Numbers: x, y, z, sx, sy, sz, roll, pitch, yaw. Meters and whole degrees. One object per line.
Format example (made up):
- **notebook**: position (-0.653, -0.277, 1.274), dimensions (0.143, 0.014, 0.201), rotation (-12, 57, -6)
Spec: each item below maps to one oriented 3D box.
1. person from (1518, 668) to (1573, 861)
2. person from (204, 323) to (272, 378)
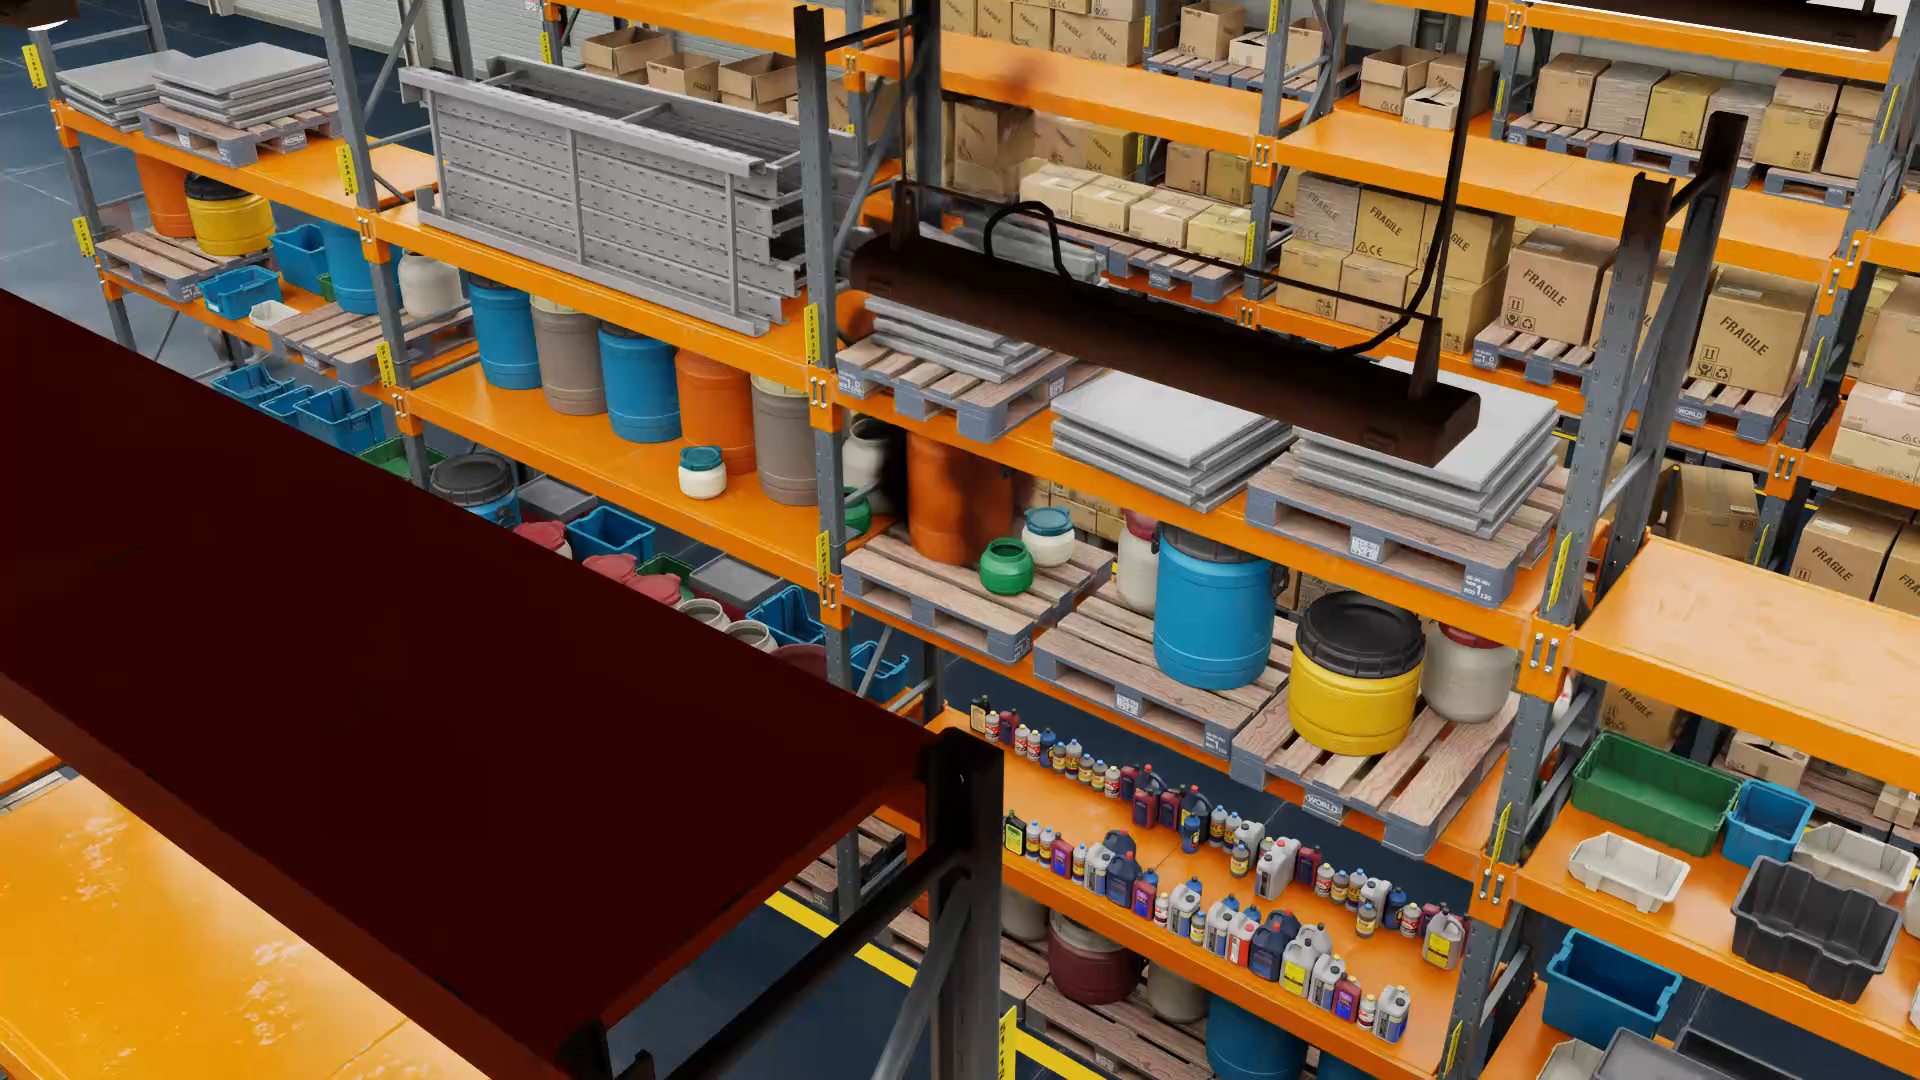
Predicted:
- **person**: position (3.763, 1.447, 10.895), dimensions (0.806, 1.821, 0.643), rotation (15, 34, 23)
- **person**: position (-7.912, -2.567, 17.862), dimensions (0.714, 1.757, 0.556), rotation (-16, 35, -25)
